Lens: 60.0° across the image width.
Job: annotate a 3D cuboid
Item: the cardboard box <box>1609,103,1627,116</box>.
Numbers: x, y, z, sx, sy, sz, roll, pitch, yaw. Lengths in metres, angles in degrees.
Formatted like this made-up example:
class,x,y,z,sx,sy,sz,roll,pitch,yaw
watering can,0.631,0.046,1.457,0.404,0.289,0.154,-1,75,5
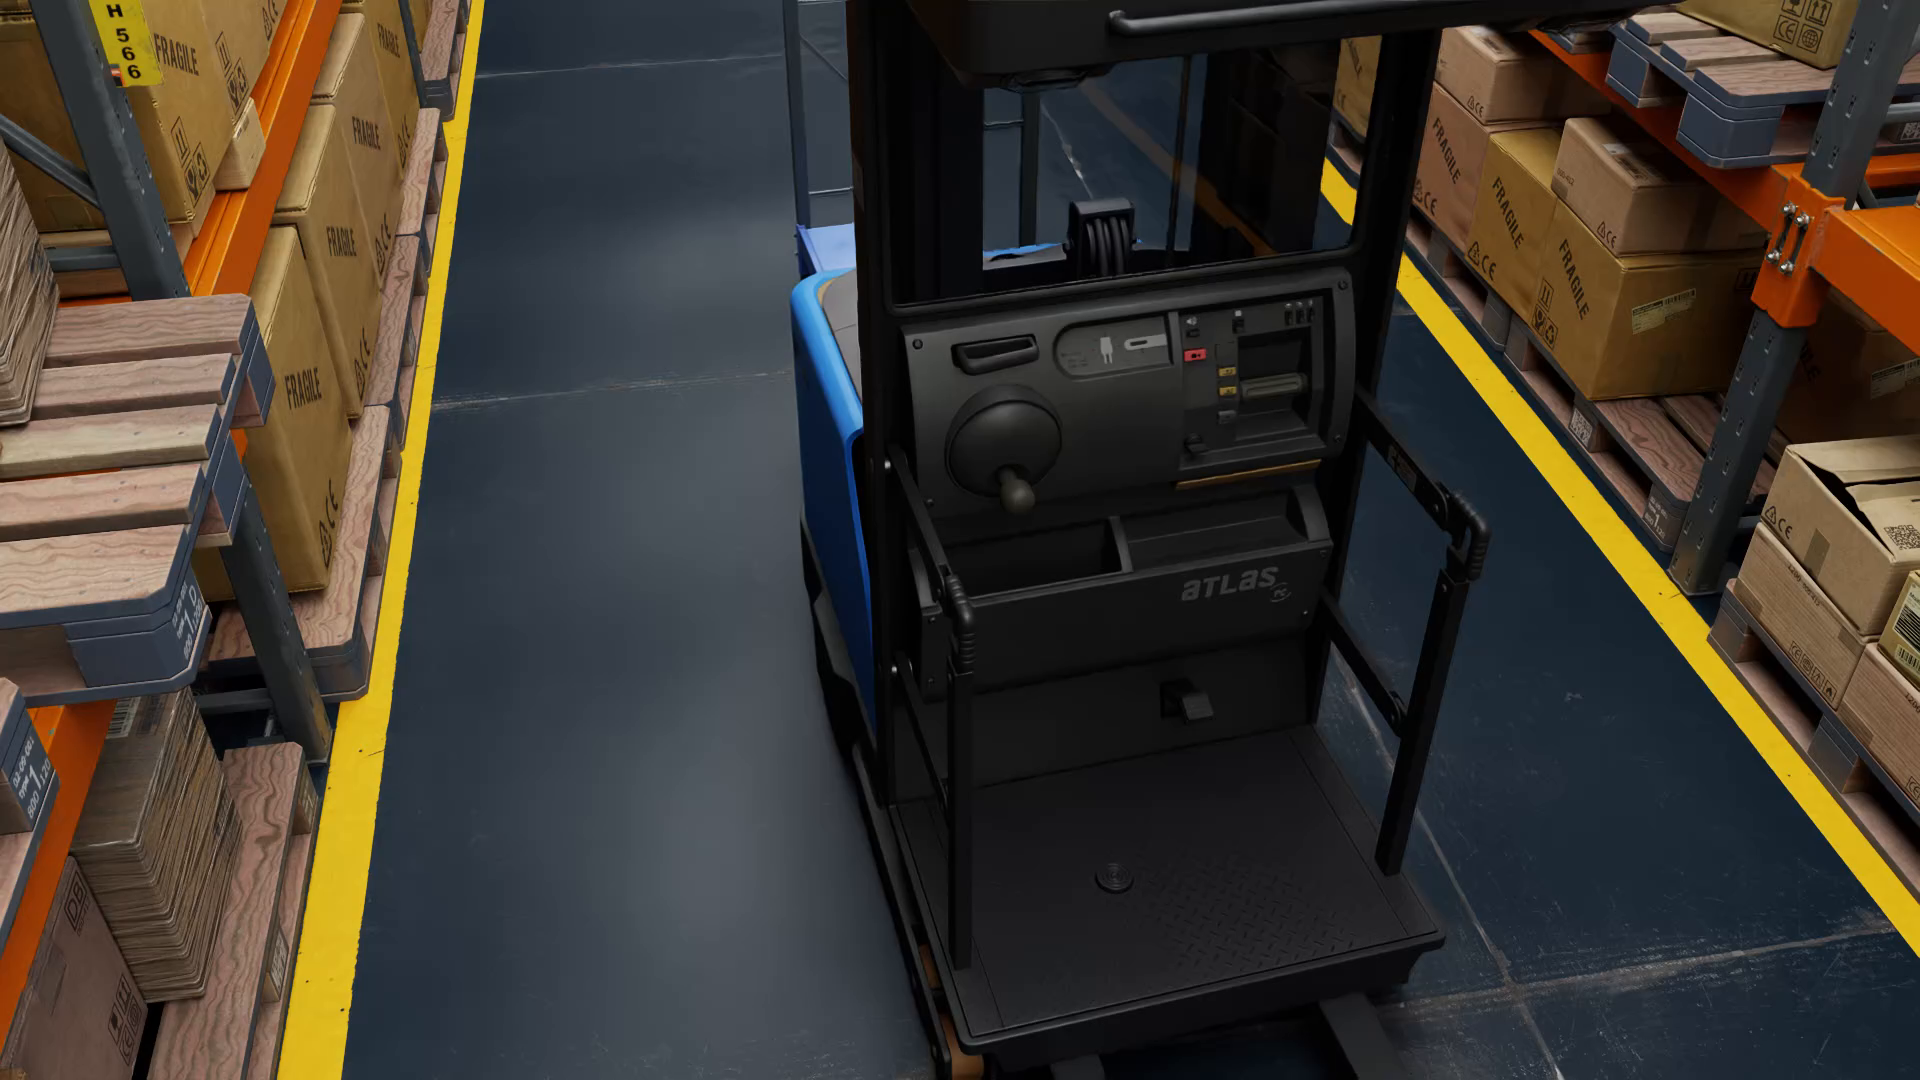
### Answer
class,x,y,z,sx,sy,sz,roll,pitch,yaw
cardboard box,2.599,-1.524,6.445,0.500,0.500,0.500,-7,38,-9

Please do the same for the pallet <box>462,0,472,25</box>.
class,x,y,z,sx,sy,sz,roll,pitch,yaw
pallet,-3.176,-3.083,9.047,1.003,0.211,1.213,-6,38,-8

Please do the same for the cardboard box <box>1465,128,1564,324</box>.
class,x,y,z,sx,sy,sz,roll,pitch,yaw
cardboard box,2.189,-1.136,5.947,0.500,0.500,0.500,-8,38,-10

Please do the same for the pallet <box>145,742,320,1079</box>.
class,x,y,z,sx,sy,sz,roll,pitch,yaw
pallet,-2.066,1.011,3.777,1.003,0.211,1.213,-6,38,-8

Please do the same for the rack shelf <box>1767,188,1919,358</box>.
class,x,y,z,sx,sy,sz,roll,pitch,yaw
rack shelf,3.025,0.395,2.883,1.077,0.370,4.000,-6,38,-8

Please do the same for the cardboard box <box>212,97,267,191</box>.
class,x,y,z,sx,sy,sz,roll,pitch,yaw
cardboard box,-2.030,-1.018,4.303,0.380,0.149,0.250,-5,38,-7

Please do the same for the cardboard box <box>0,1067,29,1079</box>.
class,x,y,z,sx,sy,sz,roll,pitch,yaw
cardboard box,-1.933,1.301,2.809,0.700,0.500,0.500,-6,38,-8

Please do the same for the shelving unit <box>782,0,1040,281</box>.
class,x,y,z,sx,sy,sz,roll,pitch,yaw
shelving unit,-0.168,-0.865,5.141,0.538,1.500,1.048,-9,39,-12

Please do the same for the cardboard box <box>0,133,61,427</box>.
class,x,y,z,sx,sy,sz,roll,pitch,yaw
cardboard box,-2.109,-0.493,2.999,0.700,0.500,0.500,-11,39,-13

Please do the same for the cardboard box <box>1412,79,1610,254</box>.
class,x,y,z,sx,sy,sz,roll,pitch,yaw
cardboard box,2.091,-1.453,6.354,0.500,0.500,0.500,-8,38,-10

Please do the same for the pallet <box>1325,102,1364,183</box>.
class,x,y,z,sx,sy,sz,roll,pitch,yaw
pallet,2.153,-1.925,7.556,1.003,0.211,1.213,-6,38,-8

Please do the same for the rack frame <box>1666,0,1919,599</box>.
class,x,y,z,sx,sy,sz,roll,pitch,yaw
rack frame,2.675,-1.097,4.218,1.000,3.000,0.127,-6,38,-8

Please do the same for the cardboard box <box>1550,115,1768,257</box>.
class,x,y,z,sx,sy,sz,roll,pitch,yaw
cardboard box,2.266,-1.153,5.357,0.500,0.250,0.500,-5,38,-6

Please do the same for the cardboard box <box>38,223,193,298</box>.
class,x,y,z,sx,sy,sz,roll,pitch,yaw
cardboard box,-2.031,-0.695,3.888,0.380,0.149,0.250,-7,38,-9

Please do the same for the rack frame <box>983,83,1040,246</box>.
class,x,y,z,sx,sy,sz,roll,pitch,yaw
rack frame,-0.037,-0.564,4.753,0.500,1.500,0.032,-9,39,-12

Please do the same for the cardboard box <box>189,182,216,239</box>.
class,x,y,z,sx,sy,sz,roll,pitch,yaw
cardboard box,-2.067,-0.848,4.085,0.380,0.149,0.250,-6,38,-7

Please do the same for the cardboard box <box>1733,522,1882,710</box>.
class,x,y,z,sx,sy,sz,roll,pitch,yaw
cardboard box,2.477,0.170,4.485,0.500,0.250,0.500,-6,38,-8

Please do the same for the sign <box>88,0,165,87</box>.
class,x,y,z,sx,sy,sz,roll,pitch,yaw
sign,-1.669,-1.052,3.280,0.100,0.325,0.005,-6,38,-8

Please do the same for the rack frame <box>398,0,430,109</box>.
class,x,y,z,sx,sy,sz,roll,pitch,yaw
rack frame,-2.903,-2.978,6.639,1.000,3.000,0.127,-6,38,-8

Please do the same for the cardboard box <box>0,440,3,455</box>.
class,x,y,z,sx,sy,sz,roll,pitch,yaw
cardboard box,-1.985,-0.158,2.569,0.700,0.500,0.500,-10,39,-12

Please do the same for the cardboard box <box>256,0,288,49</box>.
class,x,y,z,sx,sy,sz,roll,pitch,yaw
cardboard box,-2.203,-1.665,4.608,0.500,0.500,0.500,-6,38,-8

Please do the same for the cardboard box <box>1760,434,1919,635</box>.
class,x,y,z,sx,sy,sz,roll,pitch,yaw
cardboard box,2.477,-0.051,4.313,0.500,0.311,0.500,-5,38,-6

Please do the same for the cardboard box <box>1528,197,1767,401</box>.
class,x,y,z,sx,sy,sz,roll,pitch,yaw
cardboard box,2.280,-0.824,5.544,0.500,0.500,0.500,-5,38,-6

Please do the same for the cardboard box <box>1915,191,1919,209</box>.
class,x,y,z,sx,sy,sz,roll,pitch,yaw
cardboard box,2.695,-0.838,3.956,0.500,0.311,0.500,-4,38,-5

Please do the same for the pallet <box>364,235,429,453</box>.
class,x,y,z,sx,sy,sz,roll,pitch,yaw
pallet,-2.476,-0.681,5.954,1.003,0.211,1.213,-6,38,-8

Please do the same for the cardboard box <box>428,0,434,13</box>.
class,x,y,z,sx,sy,sz,roll,pitch,yaw
cardboard box,-3.018,-2.924,8.263,0.700,0.500,0.500,-7,38,-8

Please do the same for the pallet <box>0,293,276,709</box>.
class,x,y,z,sx,sy,sz,roll,pitch,yaw
pallet,-1.972,-0.068,3.048,1.213,0.211,1.003,-6,38,-8

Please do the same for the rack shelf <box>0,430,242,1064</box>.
class,x,y,z,sx,sy,sz,roll,pitch,yaw
rack shelf,-1.851,0.930,2.195,1.077,0.370,4.000,-6,38,-8

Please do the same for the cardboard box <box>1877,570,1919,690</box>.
class,x,y,z,sx,sy,sz,roll,pitch,yaw
cardboard box,2.578,0.265,3.905,0.500,0.311,0.500,-7,38,-9

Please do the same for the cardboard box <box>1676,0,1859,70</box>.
class,x,y,z,sx,sy,sz,roll,pitch,yaw
cardboard box,2.453,-1.671,4.532,0.700,0.500,0.500,-19,42,-23

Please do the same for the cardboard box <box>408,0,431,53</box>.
class,x,y,z,sx,sy,sz,roll,pitch,yaw
cardboard box,-2.933,-2.620,7.872,0.700,0.500,0.500,-6,38,-7

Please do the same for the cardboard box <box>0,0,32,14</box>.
class,x,y,z,sx,sy,sz,roll,pitch,yaw
cardboard box,-2.032,-1.343,3.582,0.500,0.250,0.500,-5,38,-7

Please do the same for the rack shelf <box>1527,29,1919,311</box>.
class,x,y,z,sx,sy,sz,roll,pitch,yaw
rack shelf,2.324,-2.021,5.993,1.077,0.370,4.000,-6,38,-8

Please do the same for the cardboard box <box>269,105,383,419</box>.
class,x,y,z,sx,sy,sz,roll,pitch,yaw
cardboard box,-2.349,-0.867,5.331,0.750,0.750,0.750,-6,38,-8

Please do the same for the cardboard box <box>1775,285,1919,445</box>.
class,x,y,z,sx,sy,sz,roll,pitch,yaw
cardboard box,2.876,-0.590,5.243,0.500,0.500,0.500,-5,38,-6

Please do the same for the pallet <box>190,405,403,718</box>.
class,x,y,z,sx,sy,sz,roll,pitch,yaw
pallet,-2.266,0.054,5.008,1.003,0.211,1.213,-6,38,-8

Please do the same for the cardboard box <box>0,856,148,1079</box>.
class,x,y,z,sx,sy,sz,roll,pitch,yaw
cardboard box,-2.048,1.004,3.192,0.700,0.500,0.500,-6,38,-8

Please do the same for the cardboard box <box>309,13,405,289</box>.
class,x,y,z,sx,sy,sz,roll,pitch,yaw
cardboard box,-2.502,-1.380,5.991,0.750,0.750,0.750,-5,38,-7

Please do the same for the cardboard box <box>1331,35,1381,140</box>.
class,x,y,z,sx,sy,sz,roll,pitch,yaw
cardboard box,1.923,-2.061,7.136,0.500,0.500,0.500,-6,38,-7

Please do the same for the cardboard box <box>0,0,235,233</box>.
class,x,y,z,sx,sy,sz,roll,pitch,yaw
cardboard box,-2.035,-1.048,3.814,0.500,0.500,0.500,-5,38,-7

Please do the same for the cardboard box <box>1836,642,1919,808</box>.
class,x,y,z,sx,sy,sz,roll,pitch,yaw
cardboard box,2.566,0.474,4.094,0.500,0.250,0.500,-7,38,-9

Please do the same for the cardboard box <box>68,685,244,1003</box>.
class,x,y,z,sx,sy,sz,roll,pitch,yaw
cardboard box,-2.024,0.680,3.608,0.700,0.500,0.500,-6,38,-7

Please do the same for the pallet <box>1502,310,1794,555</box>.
class,x,y,z,sx,sy,sz,roll,pitch,yaw
pallet,2.581,-0.451,5.659,1.003,0.211,1.213,-6,38,-8

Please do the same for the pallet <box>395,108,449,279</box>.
class,x,y,z,sx,sy,sz,roll,pitch,yaw
pallet,-2.693,-1.419,6.905,1.003,0.211,1.213,-6,38,-8

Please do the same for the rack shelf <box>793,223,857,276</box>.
class,x,y,z,sx,sy,sz,roll,pitch,yaw
rack shelf,-0.168,-0.723,5.251,0.538,0.185,1.000,-9,39,-12

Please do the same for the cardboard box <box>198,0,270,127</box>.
class,x,y,z,sx,sy,sz,roll,pitch,yaw
cardboard box,-2.117,-1.365,4.222,0.500,0.500,0.500,-5,38,-6

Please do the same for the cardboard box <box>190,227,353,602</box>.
class,x,y,z,sx,sy,sz,roll,pitch,yaw
cardboard box,-2.201,-0.338,4.650,0.750,0.750,0.750,-7,38,-9

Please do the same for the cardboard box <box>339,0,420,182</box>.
class,x,y,z,sx,sy,sz,roll,pitch,yaw
cardboard box,-2.661,-1.917,6.682,0.750,0.750,0.750,-6,38,-7

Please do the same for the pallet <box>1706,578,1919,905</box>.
class,x,y,z,sx,sy,sz,roll,pitch,yaw
pallet,2.781,0.505,4.428,1.003,0.211,1.213,-6,38,-8

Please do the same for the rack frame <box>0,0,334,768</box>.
class,x,y,z,sx,sy,sz,roll,pitch,yaw
rack frame,-2.202,-0.562,3.529,1.000,3.000,0.127,-6,38,-8

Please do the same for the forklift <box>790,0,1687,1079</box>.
class,x,y,z,sx,sy,sz,roll,pitch,yaw
forklift,0.408,-0.220,3.145,1.130,2.935,3.031,-9,39,-12

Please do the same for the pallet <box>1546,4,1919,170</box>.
class,x,y,z,sx,sy,sz,roll,pitch,yaw
pallet,2.487,-1.424,4.794,1.213,0.211,1.003,-6,38,-8

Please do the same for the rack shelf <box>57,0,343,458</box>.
class,x,y,z,sx,sy,sz,roll,pitch,yaw
rack shelf,-2.552,-1.486,5.305,1.077,0.370,4.000,-6,38,-8

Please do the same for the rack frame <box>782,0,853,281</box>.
class,x,y,z,sx,sy,sz,roll,pitch,yaw
rack frame,-0.300,-1.166,5.529,0.500,1.500,0.032,-9,39,-12

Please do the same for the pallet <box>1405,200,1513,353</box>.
class,x,y,z,sx,sy,sz,roll,pitch,yaw
pallet,2.371,-1.187,6.605,1.003,0.211,1.213,-6,38,-8

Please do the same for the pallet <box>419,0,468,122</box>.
class,x,y,z,sx,sy,sz,roll,pitch,yaw
pallet,-2.959,-2.345,8.096,1.003,0.211,1.213,-6,38,-8

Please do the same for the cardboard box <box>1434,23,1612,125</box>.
class,x,y,z,sx,sy,sz,roll,pitch,yaw
cardboard box,2.082,-1.771,6.152,0.500,0.250,0.500,-7,38,-9

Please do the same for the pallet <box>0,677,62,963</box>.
class,x,y,z,sx,sy,sz,roll,pitch,yaw
pallet,-1.814,0.705,2.054,1.003,0.211,1.213,-6,38,-8

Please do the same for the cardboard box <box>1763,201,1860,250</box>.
class,x,y,z,sx,sy,sz,roll,pitch,yaw
cardboard box,2.779,-0.905,5.649,0.500,0.500,0.500,-8,38,-10
